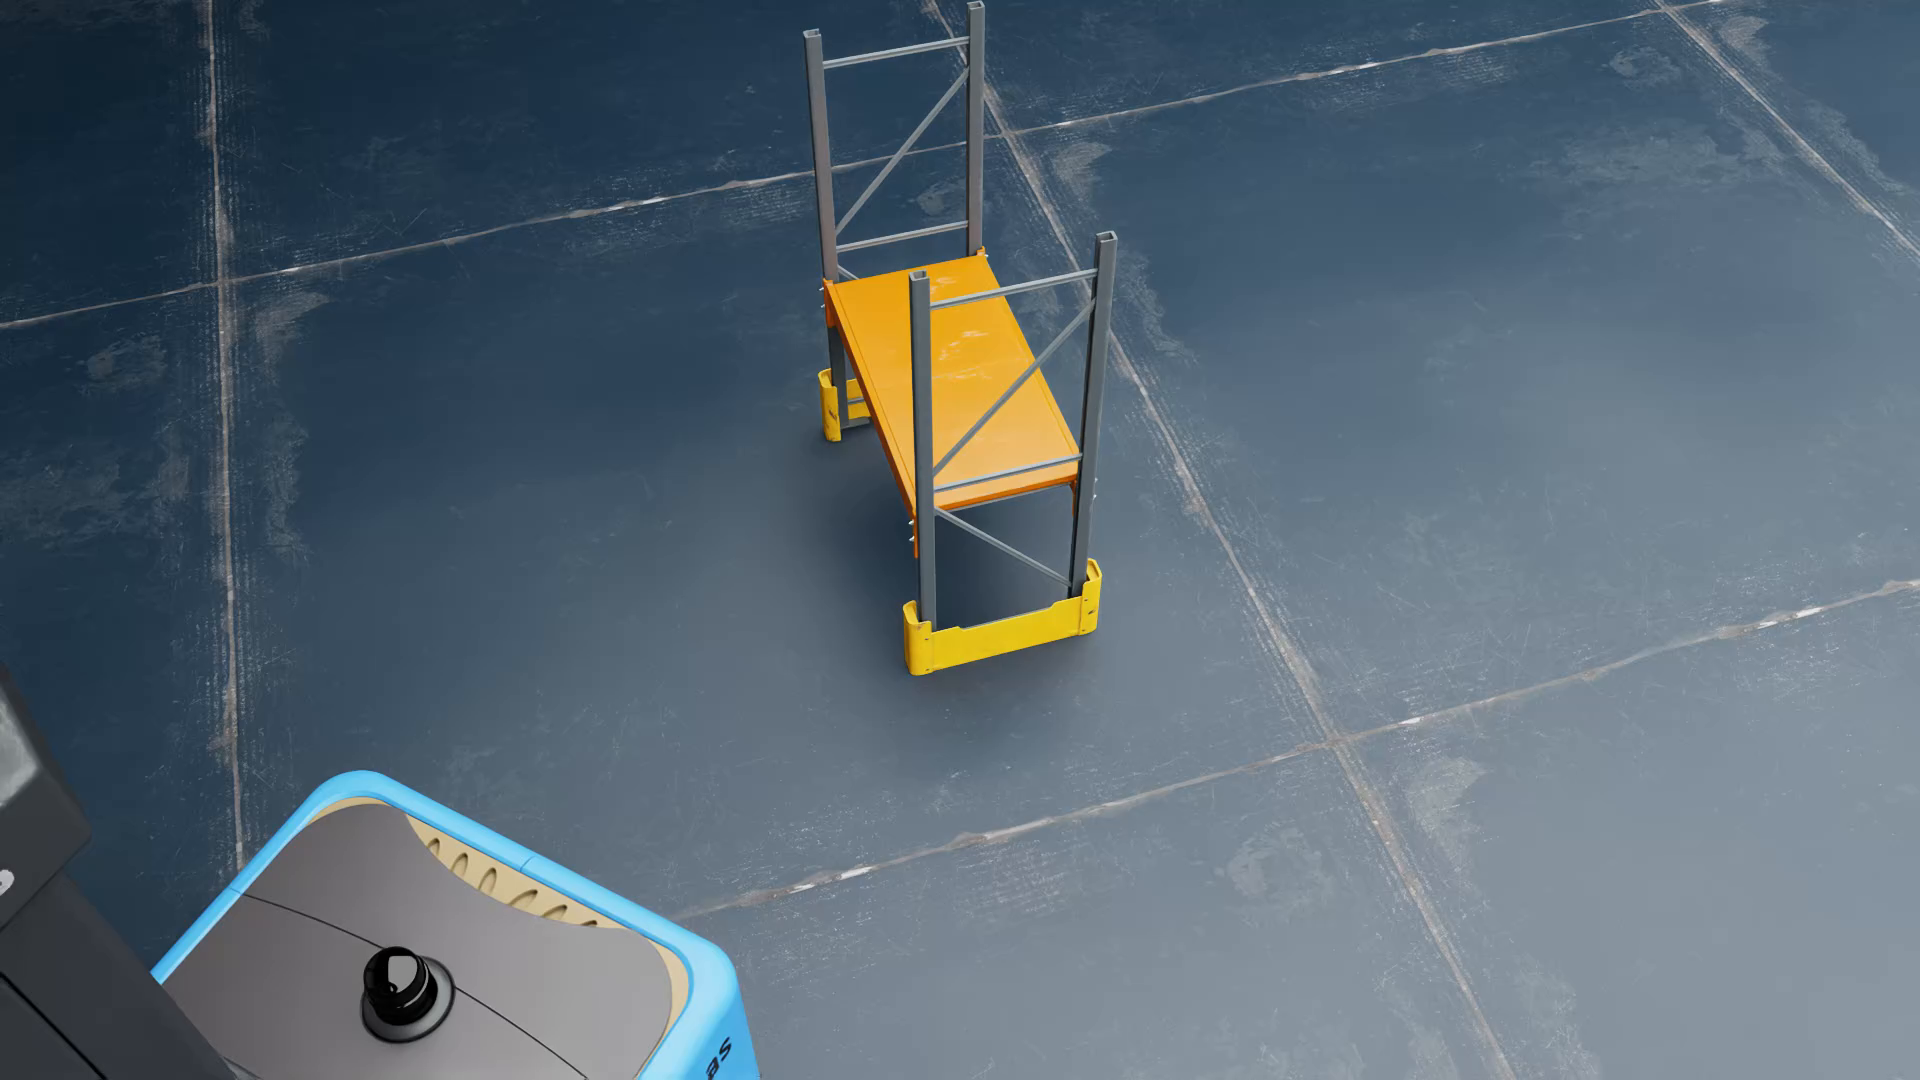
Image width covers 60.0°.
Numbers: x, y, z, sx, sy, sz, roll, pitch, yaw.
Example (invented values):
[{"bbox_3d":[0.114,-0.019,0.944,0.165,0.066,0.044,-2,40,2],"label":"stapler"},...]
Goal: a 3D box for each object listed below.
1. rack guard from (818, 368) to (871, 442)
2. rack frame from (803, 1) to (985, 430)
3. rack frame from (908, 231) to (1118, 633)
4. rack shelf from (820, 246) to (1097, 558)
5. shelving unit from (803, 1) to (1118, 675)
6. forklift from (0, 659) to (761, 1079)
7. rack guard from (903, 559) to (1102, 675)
[{"bbox_3d":[-0.170,-0.500,5.508,0.587,0.250,0.087,-13,51,-11],"label":"rack guard"},{"bbox_3d":[-0.176,-0.917,5.042,0.500,1.500,0.032,-13,51,-11],"label":"rack frame"},{"bbox_3d":[0.125,-0.174,4.416,0.500,1.500,0.032,-13,51,-11],"label":"rack frame"},{"bbox_3d":[-0.025,-0.430,4.867,0.538,0.185,1.000,-13,51,-11],"label":"rack shelf"},{"bbox_3d":[-0.023,-0.539,4.724,0.587,1.500,1.083,-13,51,-11],"label":"shelving unit"},{"bbox_3d":[-1.545,1.376,2.173,1.130,2.935,3.031,22,53,17],"label":"forklift"},{"bbox_3d":[0.125,0.227,4.895,0.587,0.250,0.087,-13,51,-11],"label":"rack guard"}]
